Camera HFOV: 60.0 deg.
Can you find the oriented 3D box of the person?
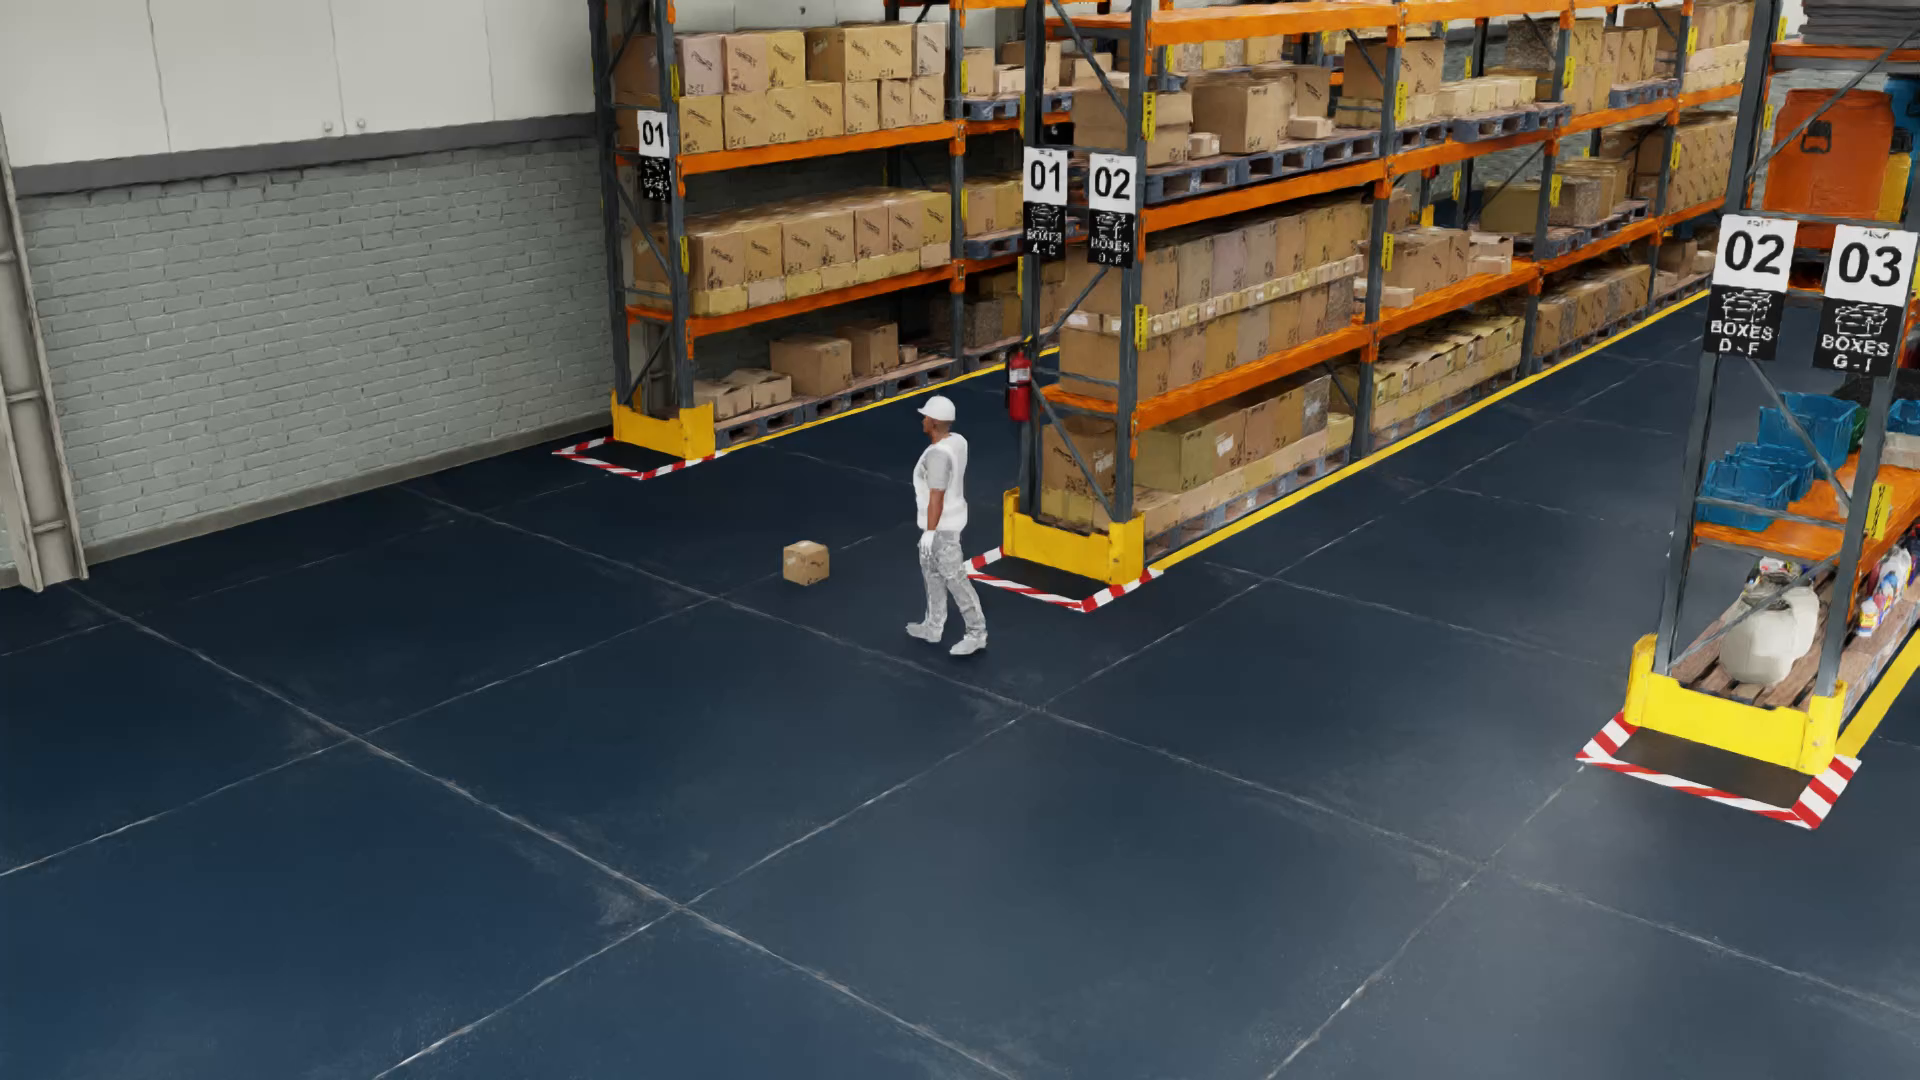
[{"bbox_3d":[-0.099,-0.119,11.378,0.623,1.781,0.693,3,20,9],"label":"person"}]
